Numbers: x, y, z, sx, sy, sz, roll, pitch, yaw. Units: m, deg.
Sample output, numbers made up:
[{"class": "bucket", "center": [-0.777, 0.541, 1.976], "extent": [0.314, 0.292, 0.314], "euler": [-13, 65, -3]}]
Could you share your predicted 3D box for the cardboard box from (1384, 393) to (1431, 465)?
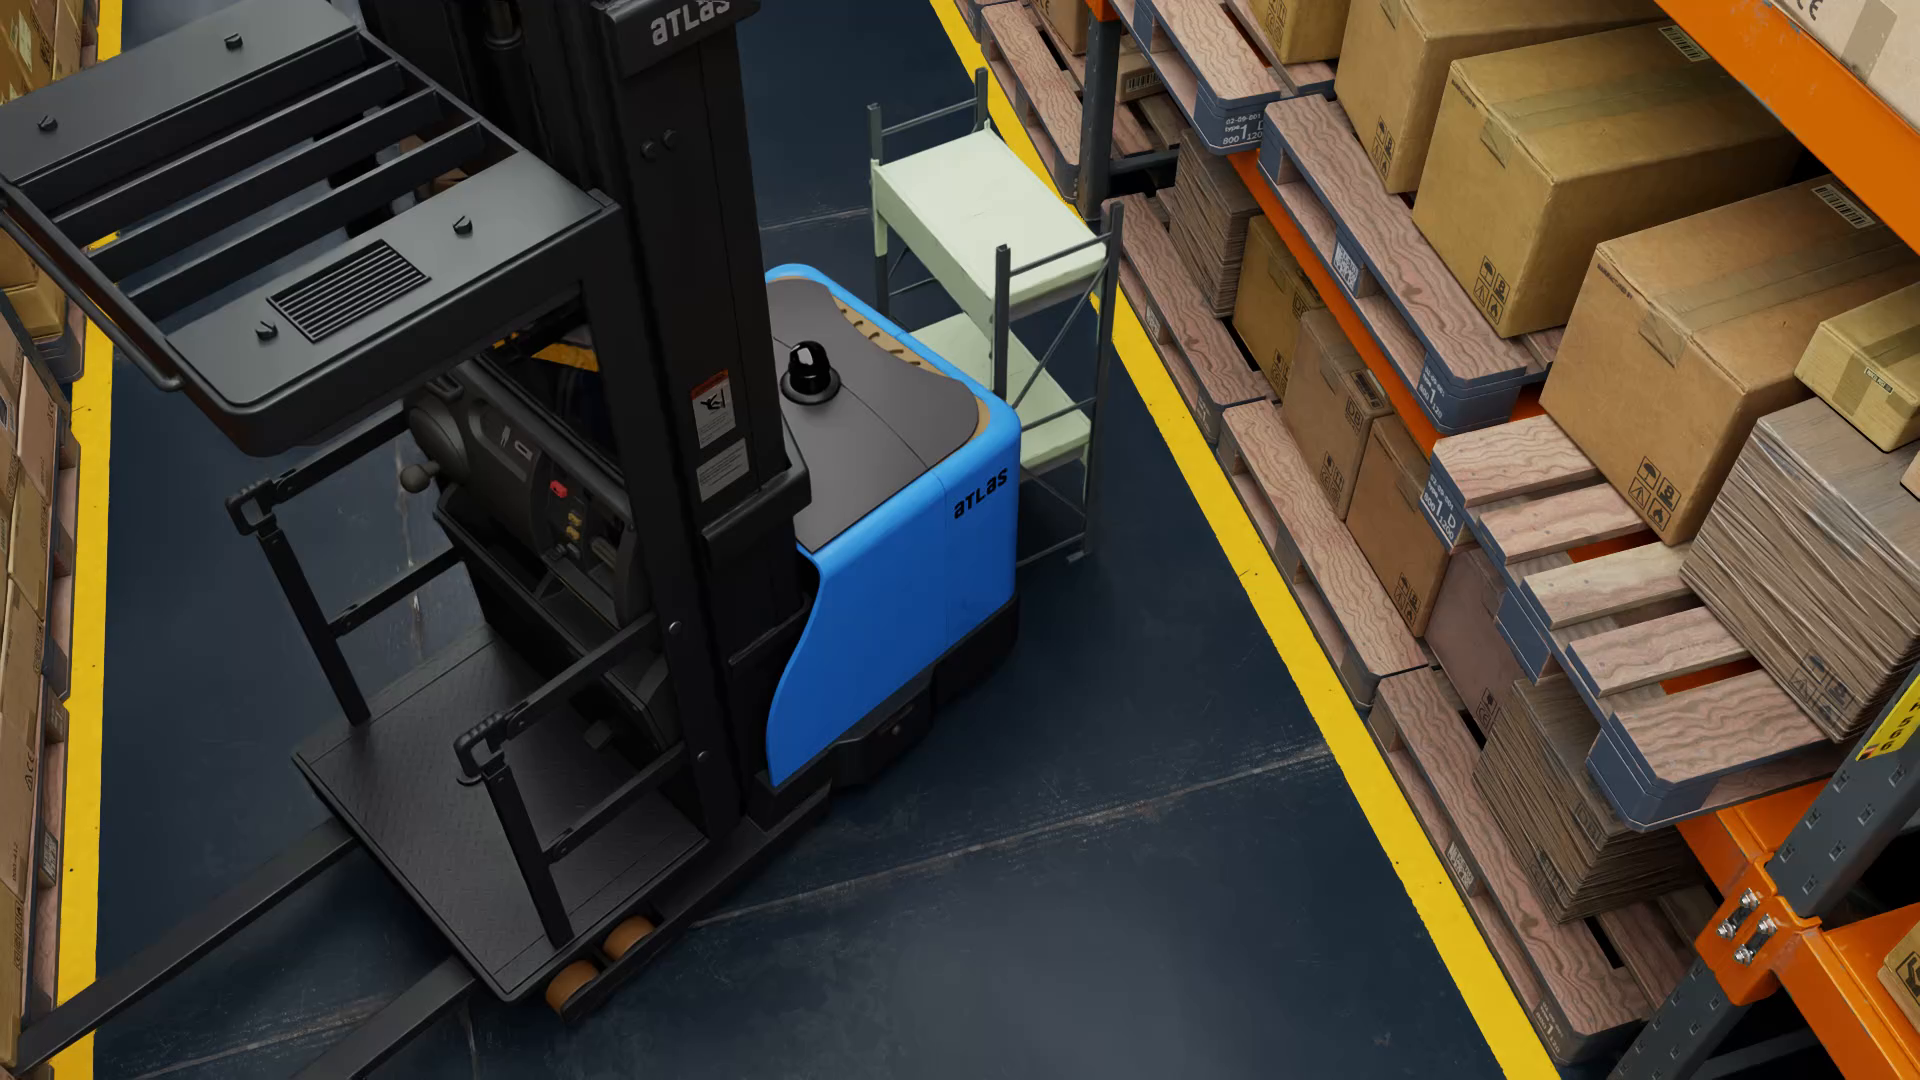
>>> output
[{"class": "cardboard box", "center": [1.631, -0.401, 4.983], "extent": [0.500, 0.250, 0.500], "euler": [-14, 51, -11]}]

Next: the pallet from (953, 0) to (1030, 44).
[{"class": "pallet", "center": [0.380, -2.902, 8.059], "extent": [1.003, 0.211, 1.213], "euler": [-13, 51, -11]}]

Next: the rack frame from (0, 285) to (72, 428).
[{"class": "rack frame", "center": [-3.755, -1.303, 4.887], "extent": [1.000, 3.000, 0.127], "euler": [-13, 51, -11]}]

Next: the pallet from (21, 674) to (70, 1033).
[{"class": "pallet", "center": [-3.135, 1.018, 4.754], "extent": [1.003, 0.211, 1.213], "euler": [-13, 51, -11]}]

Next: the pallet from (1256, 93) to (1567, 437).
[{"class": "pallet", "center": [1.535, -0.879, 4.655], "extent": [1.003, 0.211, 1.213], "euler": [-13, 51, -11]}]

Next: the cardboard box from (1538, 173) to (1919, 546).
[{"class": "cardboard box", "center": [1.820, -0.422, 3.790], "extent": [0.700, 0.500, 0.500], "euler": [-18, 52, -14]}]

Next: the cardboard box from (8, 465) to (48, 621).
[{"class": "cardboard box", "center": [-3.207, 0.055, 5.266], "extent": [0.500, 0.250, 0.500], "euler": [-14, 51, -12]}]

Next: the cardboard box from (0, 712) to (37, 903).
[{"class": "cardboard box", "center": [-2.906, 0.800, 4.637], "extent": [0.500, 0.250, 0.500], "euler": [-12, 51, -10]}]

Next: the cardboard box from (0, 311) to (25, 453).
[{"class": "cardboard box", "center": [-3.361, -0.502, 5.368], "extent": [0.500, 0.311, 0.500], "euler": [-13, 51, -11]}]

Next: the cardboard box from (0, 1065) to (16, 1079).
[{"class": "cardboard box", "center": [-2.596, 1.553, 4.002], "extent": [0.500, 0.250, 0.500], "euler": [-15, 51, -12]}]

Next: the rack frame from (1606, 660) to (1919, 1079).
[{"class": "rack frame", "center": [2.159, 0.496, 3.370], "extent": [1.000, 3.000, 0.127], "euler": [-13, 51, -11]}]

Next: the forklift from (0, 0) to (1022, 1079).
[{"class": "forklift", "center": [-1.211, -0.069, 3.891], "extent": [3.031, 2.935, 1.130], "euler": [-37, 59, -27]}]

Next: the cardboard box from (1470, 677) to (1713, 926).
[{"class": "cardboard box", "center": [1.897, 0.645, 4.591], "extent": [0.700, 0.500, 0.500], "euler": [-13, 51, -10]}]

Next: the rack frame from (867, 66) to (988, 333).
[{"class": "rack frame", "center": [-0.094, -0.854, 5.489], "extent": [0.400, 1.500, 0.023], "euler": [-24, 54, -19]}]

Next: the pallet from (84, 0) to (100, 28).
[{"class": "pallet", "center": [-4.671, -2.777, 7.953], "extent": [1.003, 0.211, 1.213], "euler": [-13, 51, -11]}]

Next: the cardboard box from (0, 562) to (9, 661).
[{"class": "cardboard box", "center": [-3.056, 0.242, 4.741], "extent": [0.500, 0.311, 0.500], "euler": [-13, 51, -11]}]

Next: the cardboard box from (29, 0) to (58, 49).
[{"class": "cardboard box", "center": [-4.038, -2.299, 6.759], "extent": [0.500, 0.500, 0.500], "euler": [-13, 51, -11]}]

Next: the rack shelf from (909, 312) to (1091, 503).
[{"class": "rack shelf", "center": [0.090, -0.402, 5.534], "extent": [0.431, 0.370, 0.720], "euler": [-24, 54, -19]}]

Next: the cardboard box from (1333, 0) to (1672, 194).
[{"class": "cardboard box", "center": [1.477, -1.337, 4.562], "extent": [0.700, 0.500, 0.500], "euler": [-7, 50, -6]}]

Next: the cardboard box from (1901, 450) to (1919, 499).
[{"class": "cardboard box", "center": [2.029, -0.133, 3.123], "extent": [0.380, 0.149, 0.250], "euler": [-19, 53, -16]}]

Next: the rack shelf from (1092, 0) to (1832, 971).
[{"class": "rack shelf", "center": [1.568, -0.733, 4.877], "extent": [1.077, 0.370, 4.000], "euler": [-13, 51, -11]}]

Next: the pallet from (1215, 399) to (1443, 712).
[{"class": "pallet", "center": [1.572, -0.066, 5.668], "extent": [1.003, 0.211, 1.213], "euler": [-13, 51, -11]}]

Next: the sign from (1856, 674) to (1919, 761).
[{"class": "sign", "center": [1.644, 0.277, 2.849], "extent": [0.100, 0.325, 0.005], "euler": [-13, 51, -11]}]

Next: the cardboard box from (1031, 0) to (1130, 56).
[{"class": "cardboard box", "center": [0.631, -2.511, 7.252], "extent": [0.500, 0.500, 0.500], "euler": [-17, 52, -14]}]

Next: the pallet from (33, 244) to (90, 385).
[{"class": "pallet", "center": [-3.950, -0.995, 6.450], "extent": [1.003, 0.211, 1.213], "euler": [-13, 51, -11]}]

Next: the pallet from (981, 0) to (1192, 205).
[{"class": "pallet", "center": [0.744, -2.010, 7.306], "extent": [1.003, 0.211, 1.213], "euler": [-13, 51, -11]}]

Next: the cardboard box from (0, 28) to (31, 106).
[{"class": "cardboard box", "center": [-3.748, -1.567, 6.142], "extent": [0.500, 0.500, 0.500], "euler": [-13, 51, -11]}]

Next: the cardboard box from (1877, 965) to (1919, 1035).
[{"class": "cardboard box", "center": [2.035, 0.863, 3.212], "extent": [0.380, 0.149, 0.250], "euler": [-14, 51, -12]}]

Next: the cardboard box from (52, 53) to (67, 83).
[{"class": "cardboard box", "center": [-3.888, -1.692, 6.738], "extent": [0.500, 0.250, 0.500], "euler": [-13, 51, -11]}]

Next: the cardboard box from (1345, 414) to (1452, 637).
[{"class": "cardboard box", "center": [1.681, -0.114, 5.231], "extent": [0.700, 0.500, 0.500], "euler": [-14, 51, -11]}]

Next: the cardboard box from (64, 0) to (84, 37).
[{"class": "cardboard box", "center": [-4.188, -2.422, 7.353], "extent": [0.500, 0.250, 0.500], "euler": [-13, 51, -11]}]

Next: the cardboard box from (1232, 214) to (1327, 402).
[{"class": "cardboard box", "center": [1.411, -0.862, 5.862], "extent": [0.700, 0.500, 0.500], "euler": [-14, 51, -12]}]

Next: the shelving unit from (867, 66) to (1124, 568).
[{"class": "shelving unit", "center": [0.090, -0.612, 5.285], "extent": [0.431, 1.500, 0.755], "euler": [-24, 54, -19]}]
